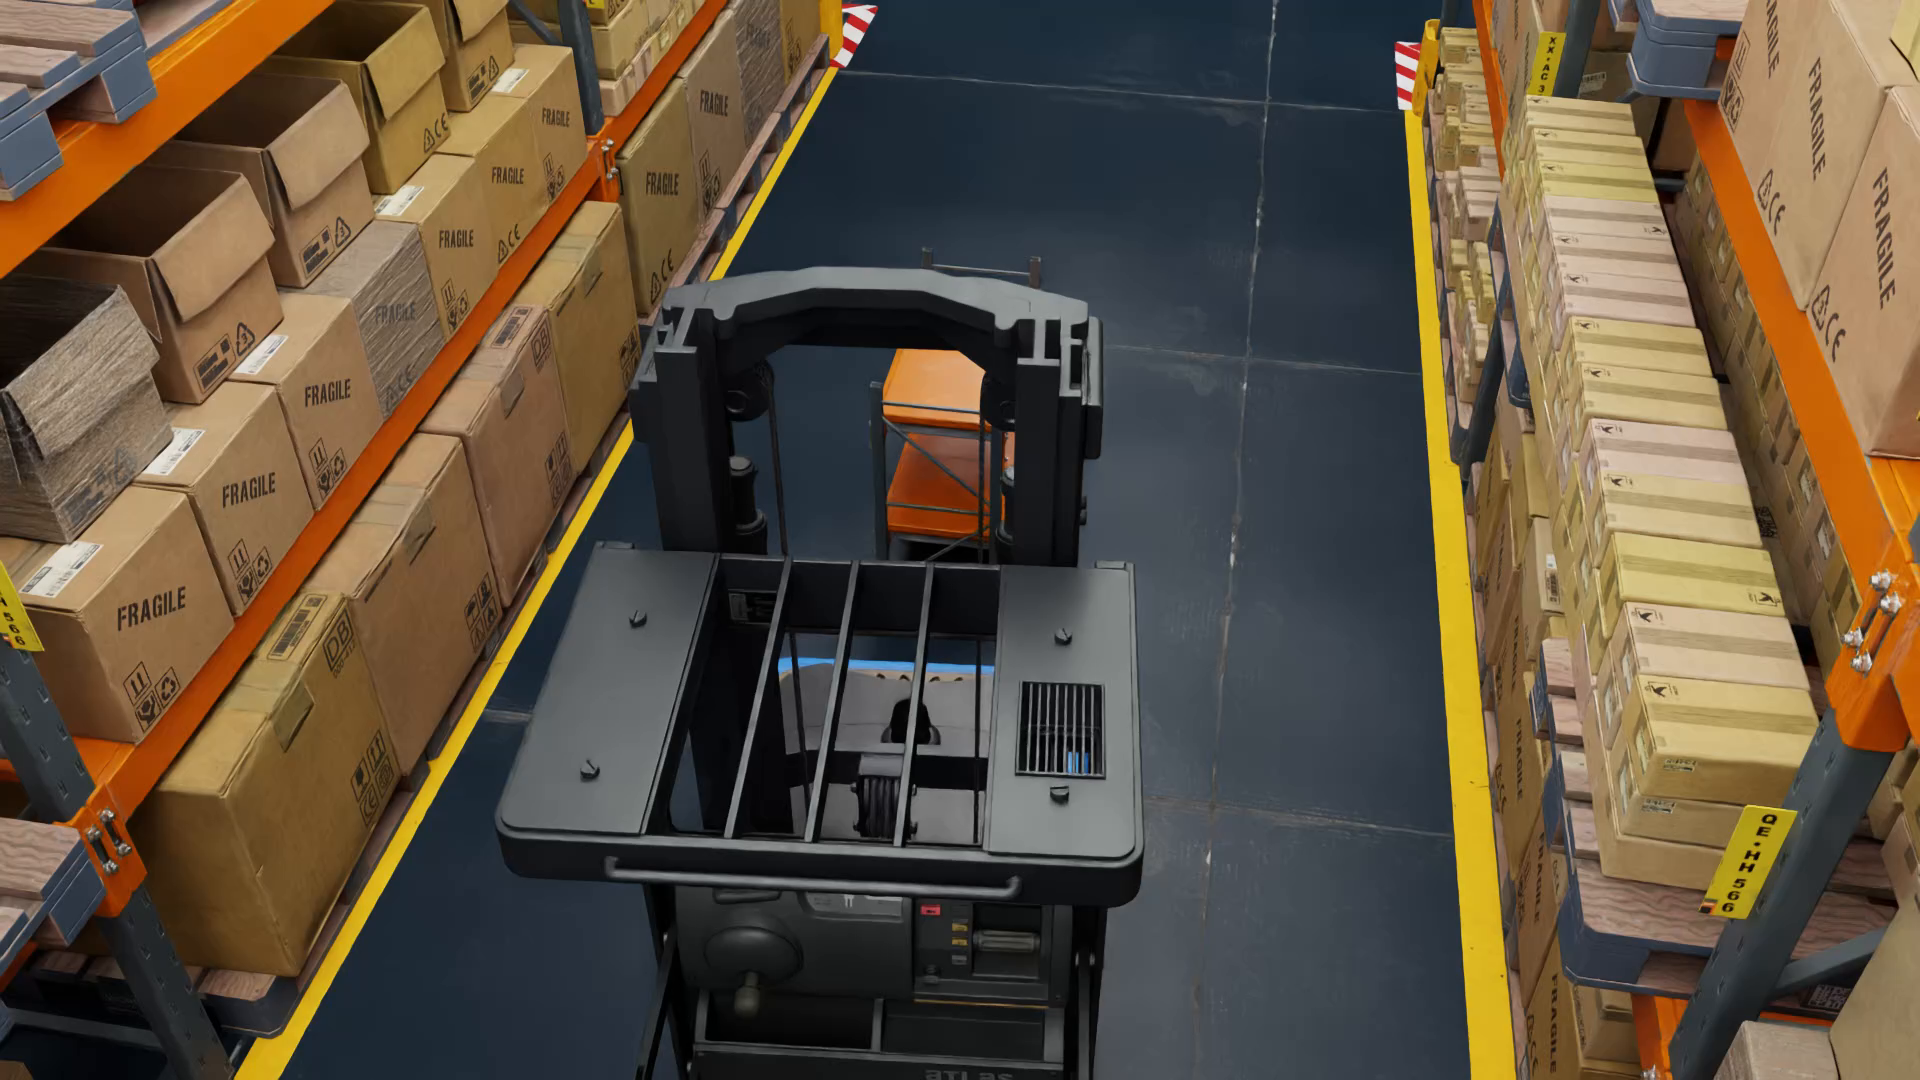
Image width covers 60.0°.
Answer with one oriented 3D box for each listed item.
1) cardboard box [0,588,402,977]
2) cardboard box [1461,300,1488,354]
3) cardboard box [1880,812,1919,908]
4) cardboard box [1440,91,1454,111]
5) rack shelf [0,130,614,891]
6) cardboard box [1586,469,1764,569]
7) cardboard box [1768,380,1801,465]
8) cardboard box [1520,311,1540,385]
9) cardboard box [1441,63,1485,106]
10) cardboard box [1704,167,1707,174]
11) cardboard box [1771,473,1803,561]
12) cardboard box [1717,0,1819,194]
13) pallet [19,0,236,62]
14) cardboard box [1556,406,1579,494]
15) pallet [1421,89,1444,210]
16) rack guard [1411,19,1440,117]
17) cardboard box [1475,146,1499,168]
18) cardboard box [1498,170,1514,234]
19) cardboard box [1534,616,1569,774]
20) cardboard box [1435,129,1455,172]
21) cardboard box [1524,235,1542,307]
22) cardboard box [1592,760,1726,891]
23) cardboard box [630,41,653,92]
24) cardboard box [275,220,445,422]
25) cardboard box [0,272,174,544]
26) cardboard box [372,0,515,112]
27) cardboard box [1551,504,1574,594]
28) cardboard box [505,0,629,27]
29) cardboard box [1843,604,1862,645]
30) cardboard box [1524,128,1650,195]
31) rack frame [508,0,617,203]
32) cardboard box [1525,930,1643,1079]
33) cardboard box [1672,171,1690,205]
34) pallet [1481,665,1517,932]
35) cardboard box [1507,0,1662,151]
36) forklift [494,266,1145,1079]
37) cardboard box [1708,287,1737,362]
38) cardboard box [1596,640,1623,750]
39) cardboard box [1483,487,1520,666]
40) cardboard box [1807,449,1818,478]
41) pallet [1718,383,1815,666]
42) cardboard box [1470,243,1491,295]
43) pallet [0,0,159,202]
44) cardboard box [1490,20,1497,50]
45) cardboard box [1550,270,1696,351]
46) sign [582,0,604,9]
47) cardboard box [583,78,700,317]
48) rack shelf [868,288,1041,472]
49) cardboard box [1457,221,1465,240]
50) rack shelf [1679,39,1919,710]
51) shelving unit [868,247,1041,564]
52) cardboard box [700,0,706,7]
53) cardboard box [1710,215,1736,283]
[{"bbox_3d":[-2.638,0.724,5.358,1.225,0.875,0.875,5,40,6],"label":"cardboard box"},{"bbox_3d":[2.557,-0.984,7.760,0.380,0.149,0.250,5,40,6],"label":"cardboard box"},{"bbox_3d":[2.366,0.785,3.815,0.380,0.149,0.250,6,40,7],"label":"cardboard box"},{"bbox_3d":[3.027,-2.624,9.744,0.380,0.149,0.250,6,40,7],"label":"cardboard box"},{"bbox_3d":[-2.432,-0.480,6.041,1.077,0.370,4.000,6,40,8],"label":"rack shelf"},{"bbox_3d":[1.856,-0.034,4.338,0.380,0.149,0.250,8,40,9],"label":"cardboard box"},{"bbox_3d":[2.635,-0.331,4.930,0.380,0.149,0.250,8,40,9],"label":"cardboard box"},{"bbox_3d":[2.083,-0.622,5.516,0.380,0.149,0.250,5,40,6],"label":"cardboard box"},{"bbox_3d":[2.949,-2.583,9.461,0.380,0.149,0.250,6,40,8],"label":"cardboard box"},{"bbox_3d":[2.904,-1.423,6.018,0.380,0.149,0.250,8,40,10],"label":"cardboard box"},{"bbox_3d":[2.593,-0.048,4.821,0.380,0.149,0.250,7,40,8],"label":"cardboard box"},{"bbox_3d":[2.102,-1.101,3.796,0.500,0.500,0.500,6,40,8],"label":"cardboard box"},{"bbox_3d":[-2.529,-1.697,4.743,1.003,0.211,1.213,8,40,10],"label":"pallet"},{"bbox_3d":[1.947,-0.241,4.822,0.380,0.149,0.250,7,40,9],"label":"cardboard box"},{"bbox_3d":[3.285,-2.284,9.847,1.003,0.211,1.213,6,40,8],"label":"pallet"},{"bbox_3d":[3.460,-2.901,10.367,1.175,0.500,0.348,6,40,8],"label":"rack guard"},{"bbox_3d":[2.891,-1.917,8.656,0.380,0.149,0.250,6,40,8],"label":"cardboard box"},{"bbox_3d":[2.260,-1.271,6.300,0.380,0.149,0.250,5,40,6],"label":"cardboard box"},{"bbox_3d":[2.130,0.527,5.302,0.500,0.250,0.500,7,40,9],"label":"cardboard box"},{"bbox_3d":[2.915,-2.204,9.469,0.380,0.149,0.250,7,40,8],"label":"cardboard box"},{"bbox_3d":[2.129,-0.897,5.615,0.380,0.149,0.250,5,40,6],"label":"cardboard box"},{"bbox_3d":[1.722,0.683,3.938,0.380,0.149,0.250,7,40,8],"label":"cardboard box"},{"bbox_3d":[-1.662,-2.229,7.790,0.380,0.149,0.250,5,40,6],"label":"cardboard box"},{"bbox_3d":[-2.166,-0.775,5.755,0.500,0.500,0.500,7,40,8],"label":"cardboard box"},{"bbox_3d":[-2.636,-0.384,4.495,0.797,0.503,0.637,8,40,9],"label":"cardboard box"},{"bbox_3d":[-2.189,-2.036,6.493,0.797,0.503,0.637,5,40,7],"label":"cardboard box"},{"bbox_3d":[1.903,0.041,4.714,0.380,0.149,0.250,5,40,6],"label":"cardboard box"},{"bbox_3d":[-1.751,-2.631,7.374,0.500,0.500,0.500,6,40,8],"label":"cardboard box"},{"bbox_3d":[2.459,0.309,4.156,0.380,0.149,0.250,5,40,6],"label":"cardboard box"},{"bbox_3d":[2.218,-1.324,5.898,0.380,0.149,0.250,7,40,9],"label":"cardboard box"},{"bbox_3d":[-2.086,-2.012,7.330,1.000,3.000,0.127,6,40,8],"label":"rack frame"},{"bbox_3d":[1.946,1.468,4.753,0.500,0.500,0.500,6,40,7],"label":"cardboard box"},{"bbox_3d":[3.153,-1.447,6.843,0.380,0.149,0.250,8,40,9],"label":"cardboard box"},{"bbox_3d":[2.439,0.929,5.960,1.003,0.211,1.213,6,40,8],"label":"pallet"},{"bbox_3d":[2.587,-1.890,6.870,0.500,0.500,0.500,6,40,8],"label":"cardboard box"},{"bbox_3d":[-0.213,1.008,3.731,1.130,2.935,3.031,2,40,3],"label":"forklift"},{"bbox_3d":[2.775,-0.720,5.634,0.380,0.149,0.250,4,40,5],"label":"cardboard box"},{"bbox_3d":[1.771,0.401,4.046,0.380,0.149,0.250,8,40,9],"label":"cardboard box"},{"bbox_3d":[2.303,0.166,6.327,0.500,0.500,0.500,8,40,10],"label":"cardboard box"},{"bbox_3d":[2.586,-0.280,4.635,0.380,0.149,0.250,8,40,9],"label":"cardboard box"},{"bbox_3d":[2.392,-0.065,5.125,1.003,0.211,1.213,6,40,8],"label":"pallet"},{"bbox_3d":[2.628,-1.268,7.871,0.380,0.149,0.250,6,40,7],"label":"cardboard box"},{"bbox_3d":[-2.719,-0.995,3.894,1.213,0.211,1.003,8,40,10],"label":"pallet"},{"bbox_3d":[2.800,-2.499,8.116,0.380,0.149,0.250,7,40,9],"label":"cardboard box"},{"bbox_3d":[2.038,-0.688,5.129,0.380,0.149,0.250,8,40,9],"label":"cardboard box"},{"bbox_3d":[-1.550,-2.374,6.921,0.100,0.325,0.005,6,40,8],"label":"sign"},{"bbox_3d":[-1.893,-1.761,8.364,0.875,0.875,0.875,6,40,8],"label":"cardboard box"},{"bbox_3d":[0.001,-0.663,6.710,0.538,0.278,1.000,6,40,8],"label":"rack shelf"},{"bbox_3d":[2.804,-1.555,8.684,0.380,0.149,0.250,7,40,9],"label":"cardboard box"},{"bbox_3d":[2.435,-1.026,4.347,1.077,0.370,4.000,6,40,8],"label":"rack shelf"},{"bbox_3d":[0.001,-0.438,6.897,0.538,1.125,1.048,6,40,8],"label":"shelving unit"},{"bbox_3d":[-1.484,-2.878,8.574,0.380,0.149,0.250,7,40,8],"label":"cardboard box"},{"bbox_3d":[2.817,-0.989,5.727,0.380,0.149,0.250,8,40,10],"label":"cardboard box"}]
